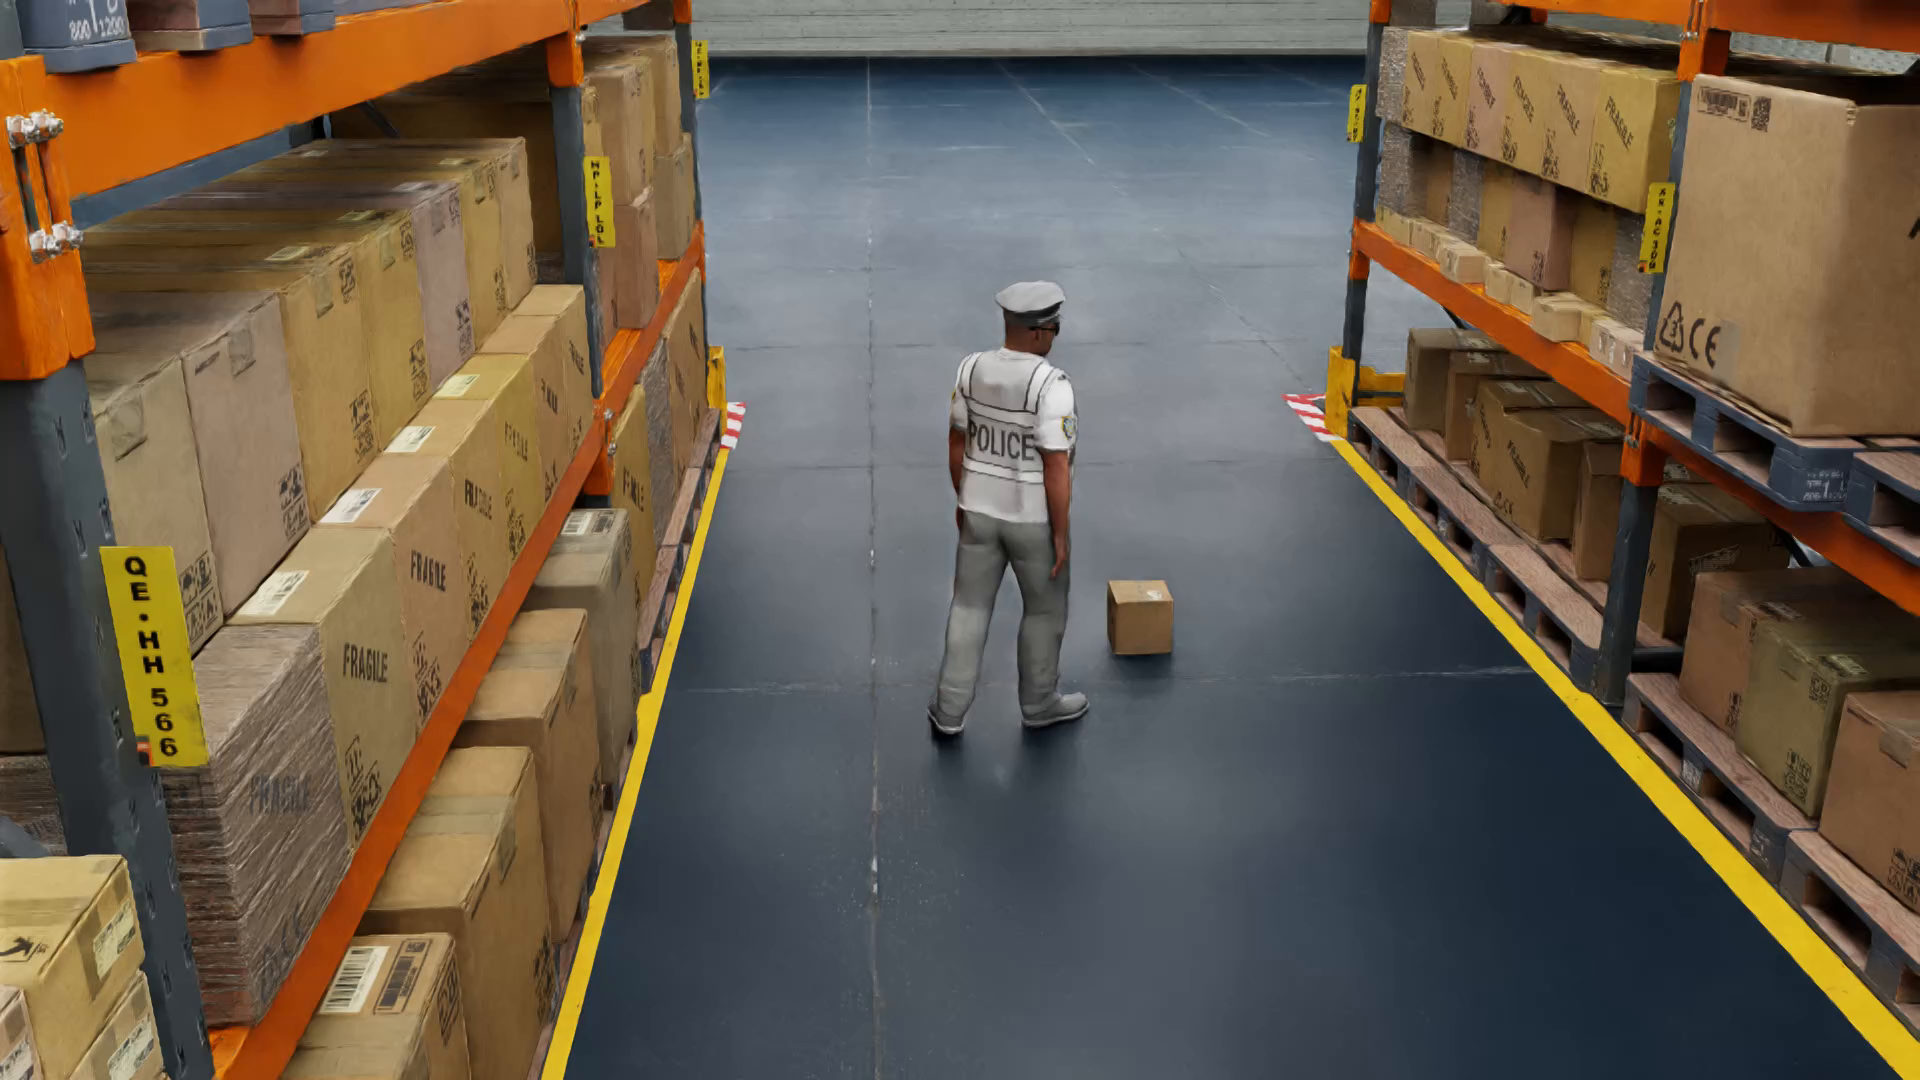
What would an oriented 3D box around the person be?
[{"bbox_3d":[0.180,-0.098,6.320,0.594,1.754,0.599,11,23,28],"label":"person"}]
